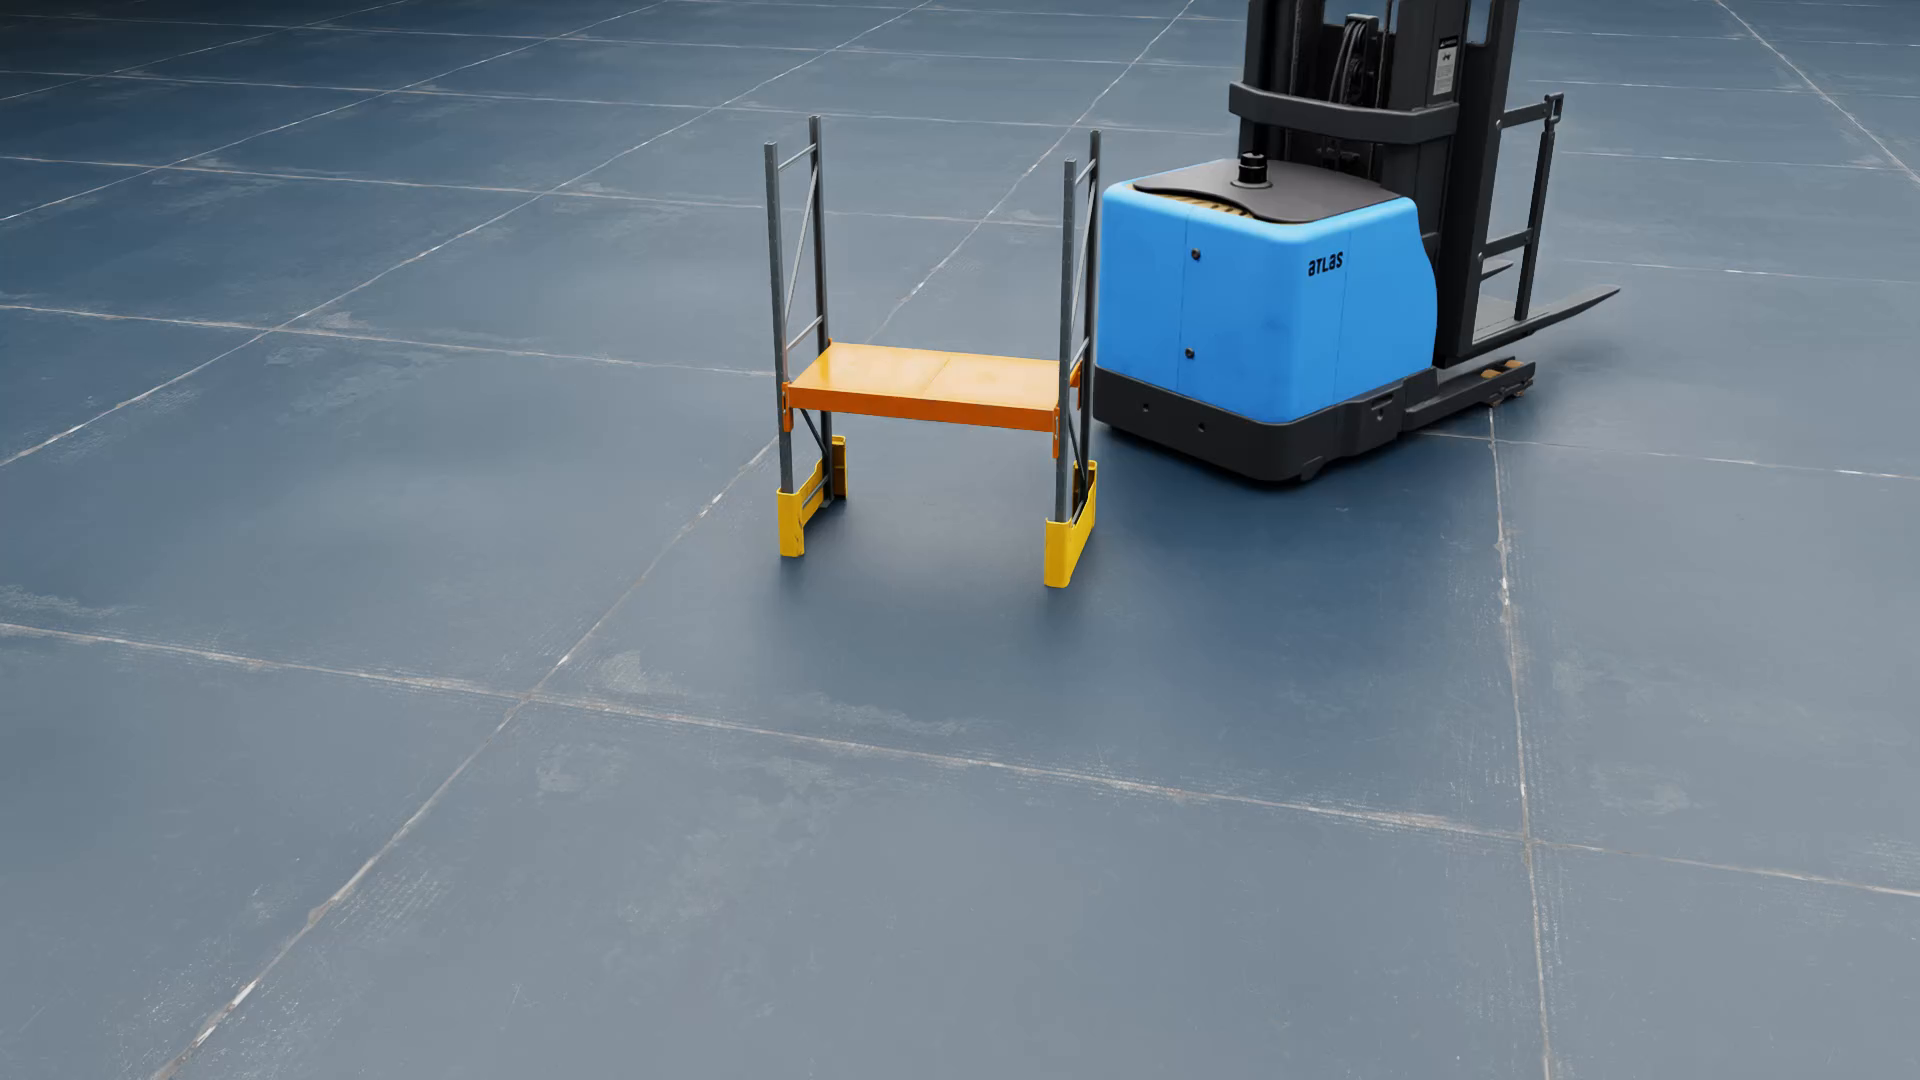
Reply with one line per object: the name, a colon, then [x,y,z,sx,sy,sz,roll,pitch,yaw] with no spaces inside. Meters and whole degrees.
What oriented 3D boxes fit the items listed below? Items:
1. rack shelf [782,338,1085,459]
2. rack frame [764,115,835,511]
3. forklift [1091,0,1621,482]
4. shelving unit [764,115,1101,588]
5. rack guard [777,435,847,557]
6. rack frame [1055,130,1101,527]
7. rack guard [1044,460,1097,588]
rack shelf: [-0.083,-0.524,6.024,1.000,0.185,0.538,6,26,13]
rack frame: [-0.575,-0.741,6.061,0.032,1.500,0.500,6,26,13]
forklift: [2.001,-2.074,7.196,3.031,2.935,1.130,-21,33,-37]
shelving unit: [-0.074,-0.685,5.945,1.083,1.500,0.587,6,26,13]
rack guard: [-0.556,-0.174,6.325,0.087,0.250,0.587,6,26,13]
rack frame: [0.410,-0.632,5.832,0.032,1.500,0.500,6,26,13]
rack guard: [0.408,-0.068,6.101,0.087,0.250,0.587,6,26,13]
